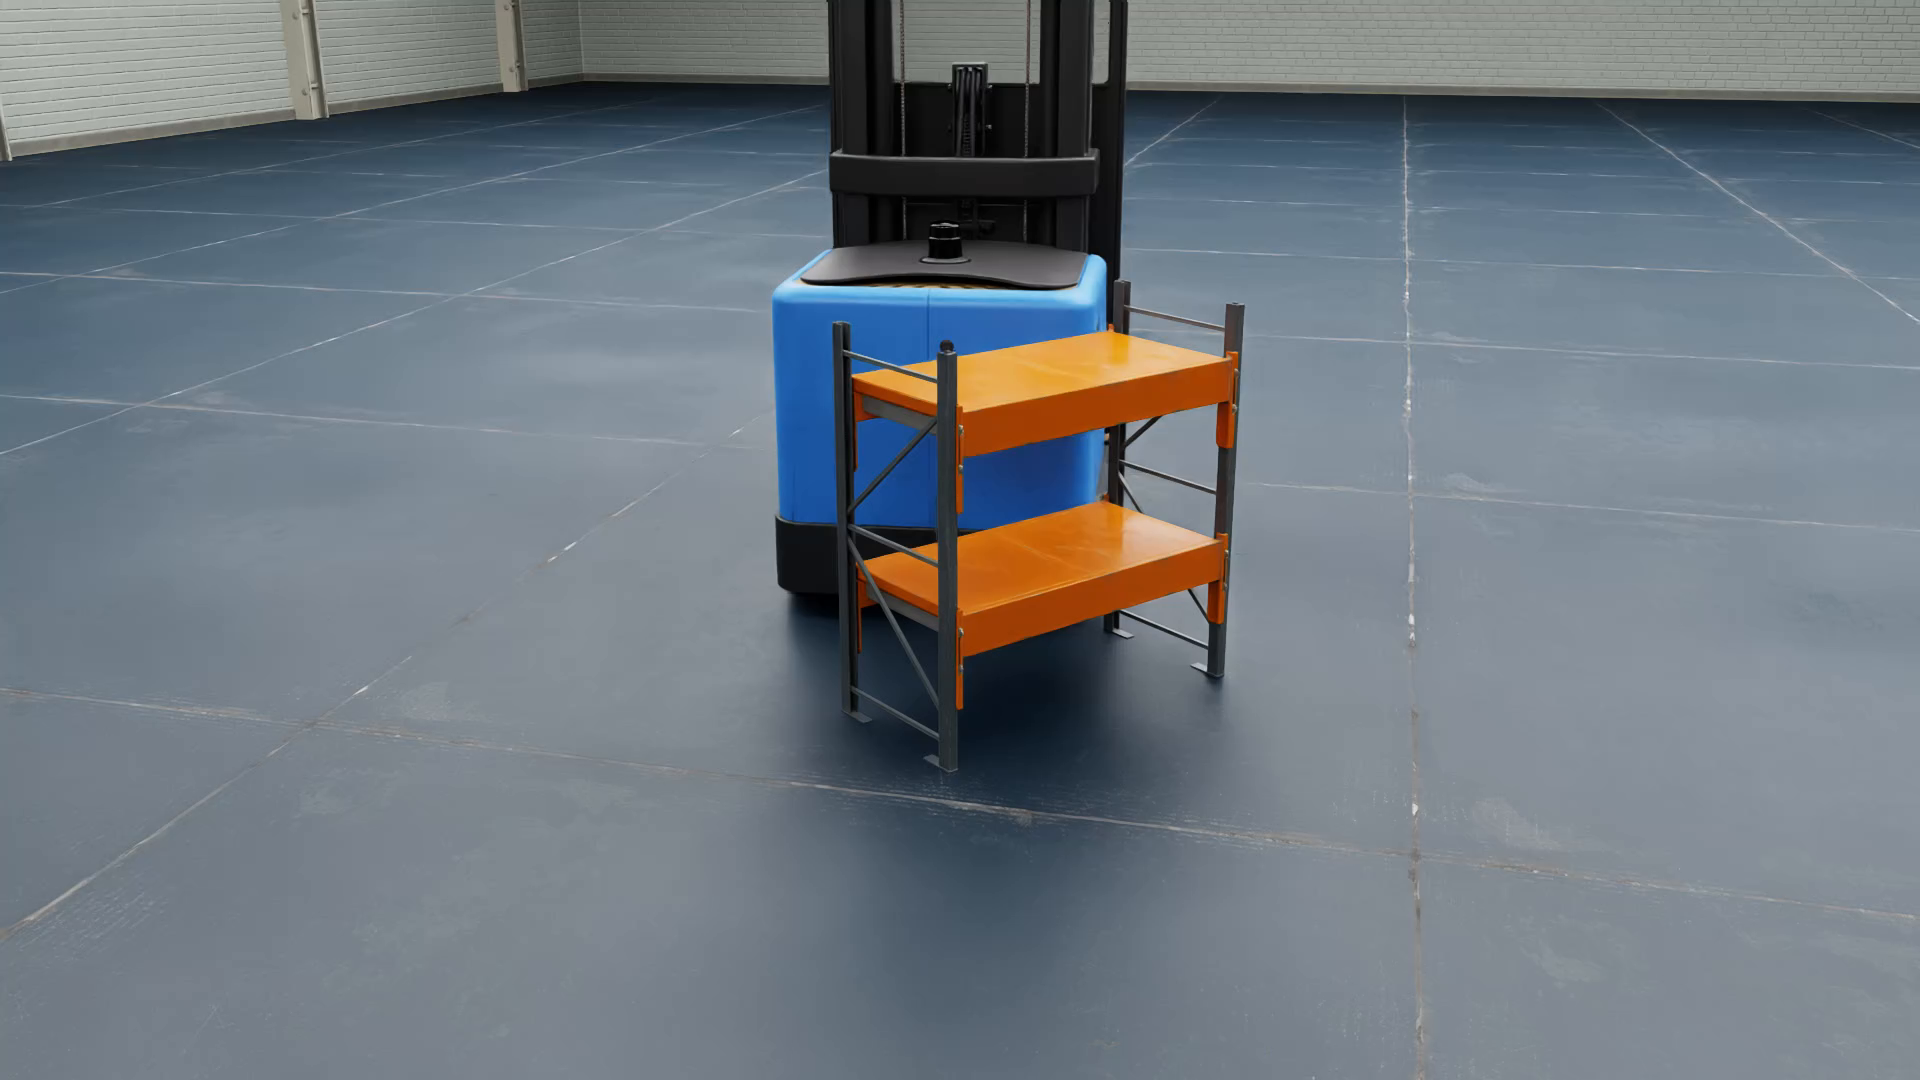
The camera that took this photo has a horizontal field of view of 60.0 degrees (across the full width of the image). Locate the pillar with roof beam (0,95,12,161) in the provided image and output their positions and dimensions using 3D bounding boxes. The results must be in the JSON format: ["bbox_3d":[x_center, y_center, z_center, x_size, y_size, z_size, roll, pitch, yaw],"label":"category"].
[{"bbox_3d":[-6.657,-8.131,16.072,9.100,9.000,0.400,5,19,13],"label":"pillar with roof beam"}]

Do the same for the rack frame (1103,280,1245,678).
[{"bbox_3d":[0.627,-0.185,4.989,0.032,1.125,0.500,-14,23,-36],"label":"rack frame"}]

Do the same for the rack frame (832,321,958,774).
[{"bbox_3d":[-0.172,0.018,4.394,0.032,1.125,0.500,-14,23,-36],"label":"rack frame"}]

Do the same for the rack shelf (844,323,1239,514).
[{"bbox_3d":[0.228,-0.360,4.597,1.000,0.278,0.538,-14,23,-36],"label":"rack shelf"}]

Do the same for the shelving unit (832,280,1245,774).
[{"bbox_3d":[0.228,-0.083,4.691,1.048,1.125,0.538,-14,23,-36],"label":"shelving unit"}]

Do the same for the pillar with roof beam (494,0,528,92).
[{"bbox_3d":[-3.725,-11.893,27.084,9.100,9.000,0.400,5,19,13],"label":"pillar with roof beam"}]

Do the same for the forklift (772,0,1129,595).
[{"bbox_3d":[0.097,-1.612,6.373,1.130,2.935,3.031,2,19,7],"label":"forklift"}]

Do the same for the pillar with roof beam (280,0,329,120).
[{"bbox_3d":[-5.191,-10.012,21.578,9.100,9.000,0.400,5,19,13],"label":"pillar with roof beam"}]

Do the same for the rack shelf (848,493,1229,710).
[{"bbox_3d":[0.228,0.148,4.770,1.000,0.278,0.538,-14,23,-36],"label":"rack shelf"}]
